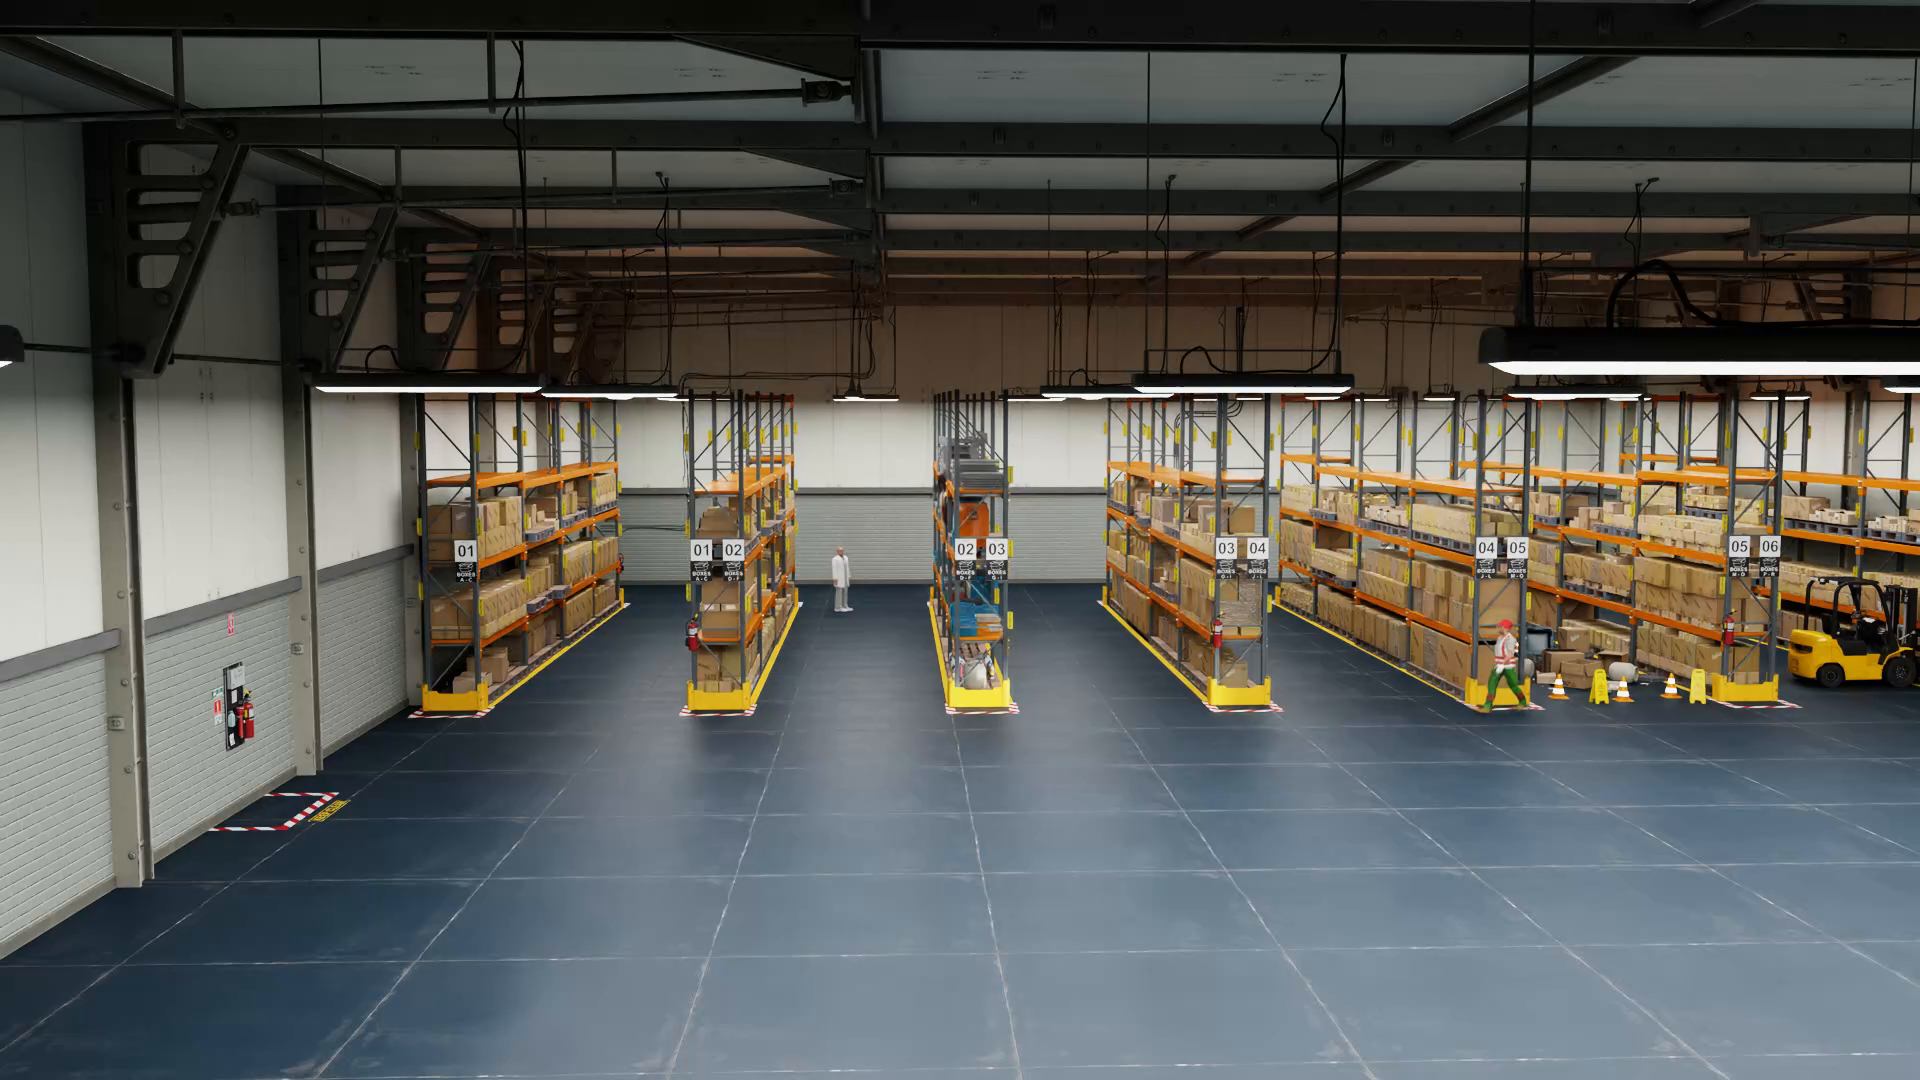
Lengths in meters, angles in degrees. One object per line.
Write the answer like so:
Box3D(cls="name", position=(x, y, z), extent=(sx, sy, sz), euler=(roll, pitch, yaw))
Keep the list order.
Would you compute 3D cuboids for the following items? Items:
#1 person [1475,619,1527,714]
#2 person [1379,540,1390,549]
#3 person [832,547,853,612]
Box3D(cls="person", position=(10.044, 2.342, 30.727), extent=(1.057, 1.755, 0.505), euler=(-2, 5, -27))
Box3D(cls="person", position=(13.003, 0.734, 50.925), extent=(0.787, 1.644, 0.519), euler=(-1, 5, -10))
Box3D(cls="person", position=(-3.251, 1.083, 46.007), extent=(0.419, 1.786, 0.628), euler=(3, 5, 30))
